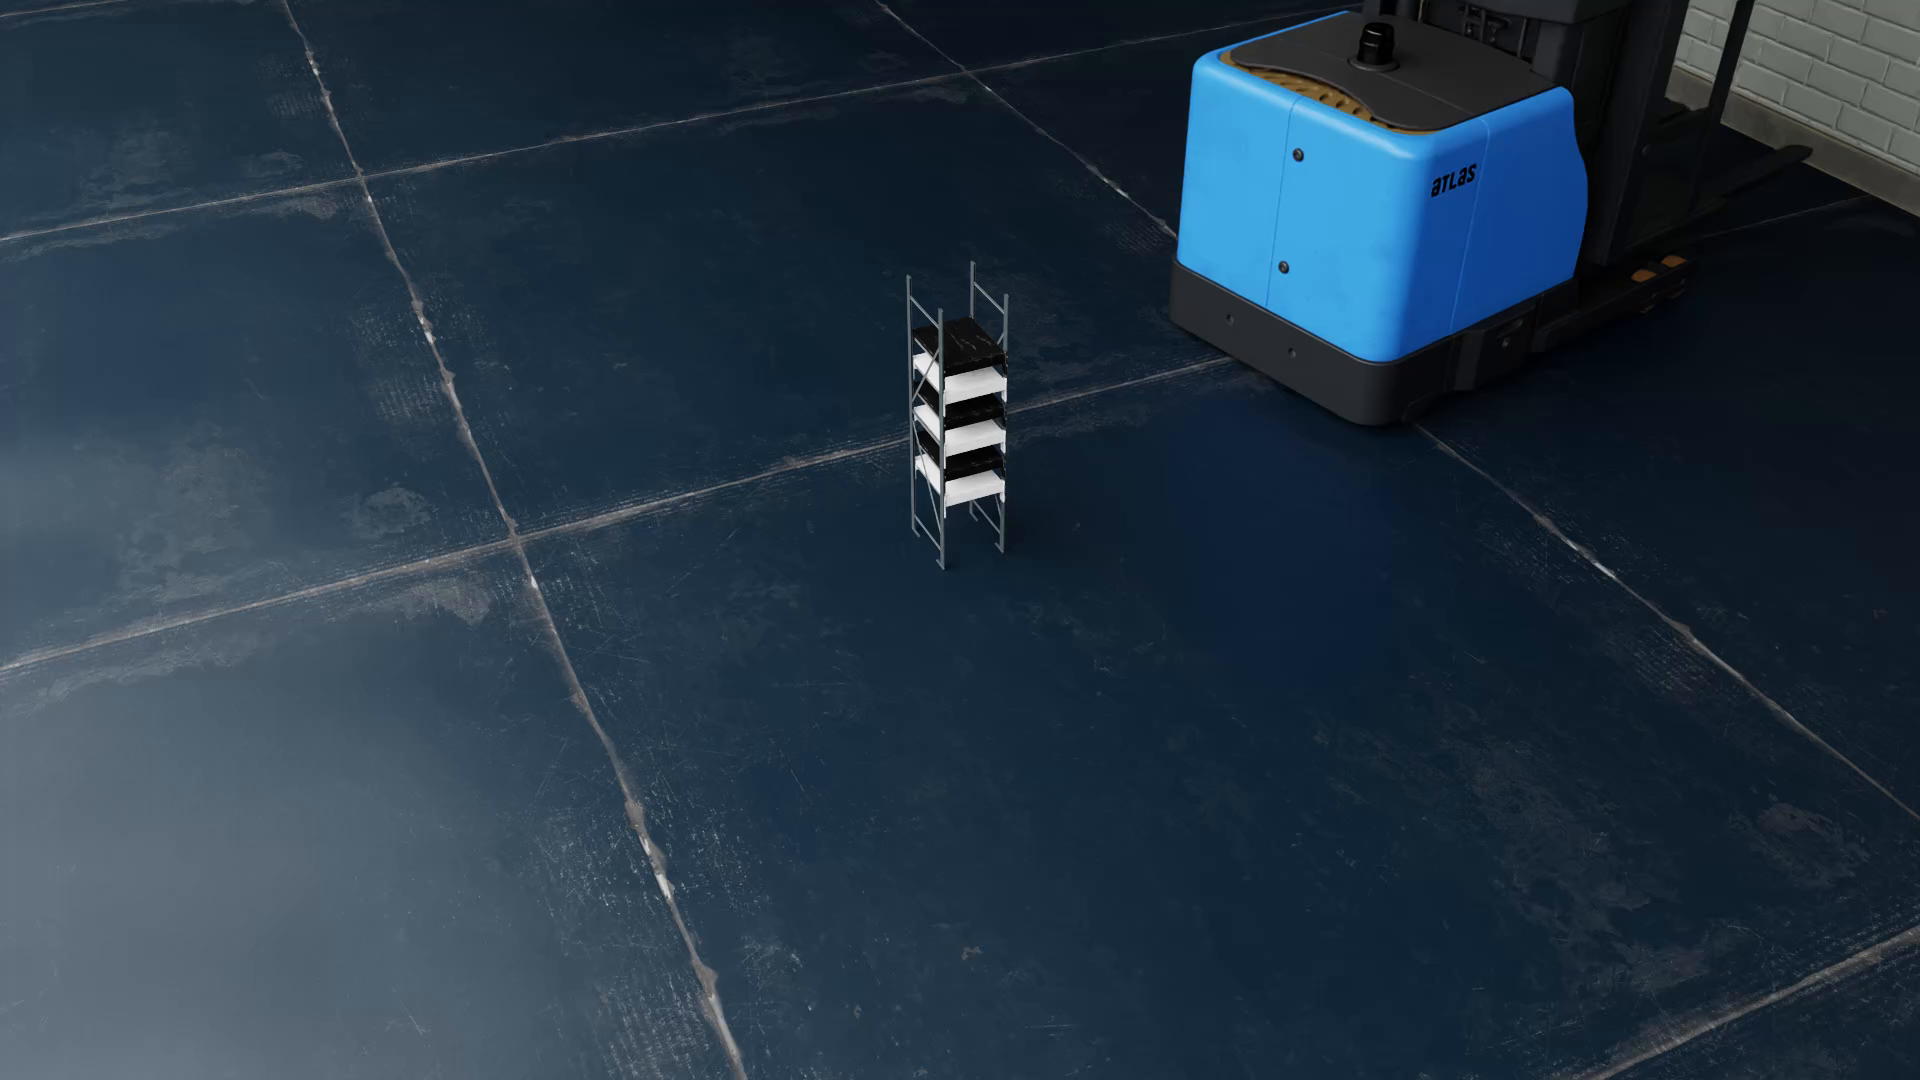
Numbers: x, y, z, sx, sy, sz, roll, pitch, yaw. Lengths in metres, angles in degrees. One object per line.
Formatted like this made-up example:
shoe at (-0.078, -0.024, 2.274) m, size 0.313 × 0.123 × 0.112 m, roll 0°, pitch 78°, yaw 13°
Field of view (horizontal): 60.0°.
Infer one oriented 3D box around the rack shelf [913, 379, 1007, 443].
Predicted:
rack shelf at (-0.007, -0.405, 4.945) m, size 0.200 × 0.077 × 0.258 m, roll -16°, pitch 39°, yaw -20°

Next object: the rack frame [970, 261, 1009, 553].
rack frame at (0.085, -0.385, 5.014) m, size 0.006 × 0.900 × 0.240 m, roll -16°, pitch 39°, yaw -20°

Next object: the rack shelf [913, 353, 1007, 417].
rack shelf at (-0.007, -0.477, 4.892) m, size 0.200 × 0.077 × 0.258 m, roll -16°, pitch 39°, yaw -20°

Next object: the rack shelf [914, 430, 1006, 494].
rack shelf at (-0.007, -0.260, 5.053) m, size 0.200 × 0.077 × 0.258 m, roll -16°, pitch 39°, yaw -20°

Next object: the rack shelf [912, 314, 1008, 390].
rack shelf at (-0.007, -0.549, 4.838) m, size 0.200 × 0.077 × 0.258 m, roll -16°, pitch 39°, yaw -20°

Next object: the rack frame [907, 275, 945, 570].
rack frame at (-0.099, -0.334, 4.944) m, size 0.006 × 0.900 × 0.240 m, roll -16°, pitch 39°, yaw -20°

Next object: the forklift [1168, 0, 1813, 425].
forklift at (2.260, -2.281, 5.865) m, size 3.031 × 2.935 × 1.130 m, roll -25°, pitch 43°, yaw -29°

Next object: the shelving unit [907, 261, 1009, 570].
shelving unit at (-0.007, -0.359, 4.979) m, size 0.210 × 0.900 × 0.258 m, roll -16°, pitch 39°, yaw -20°

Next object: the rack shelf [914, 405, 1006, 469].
rack shelf at (-0.007, -0.333, 4.999) m, size 0.200 × 0.077 × 0.258 m, roll -16°, pitch 39°, yaw -20°

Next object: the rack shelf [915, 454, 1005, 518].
rack shelf at (-0.007, -0.188, 5.106) m, size 0.200 × 0.077 × 0.258 m, roll -16°, pitch 39°, yaw -20°
